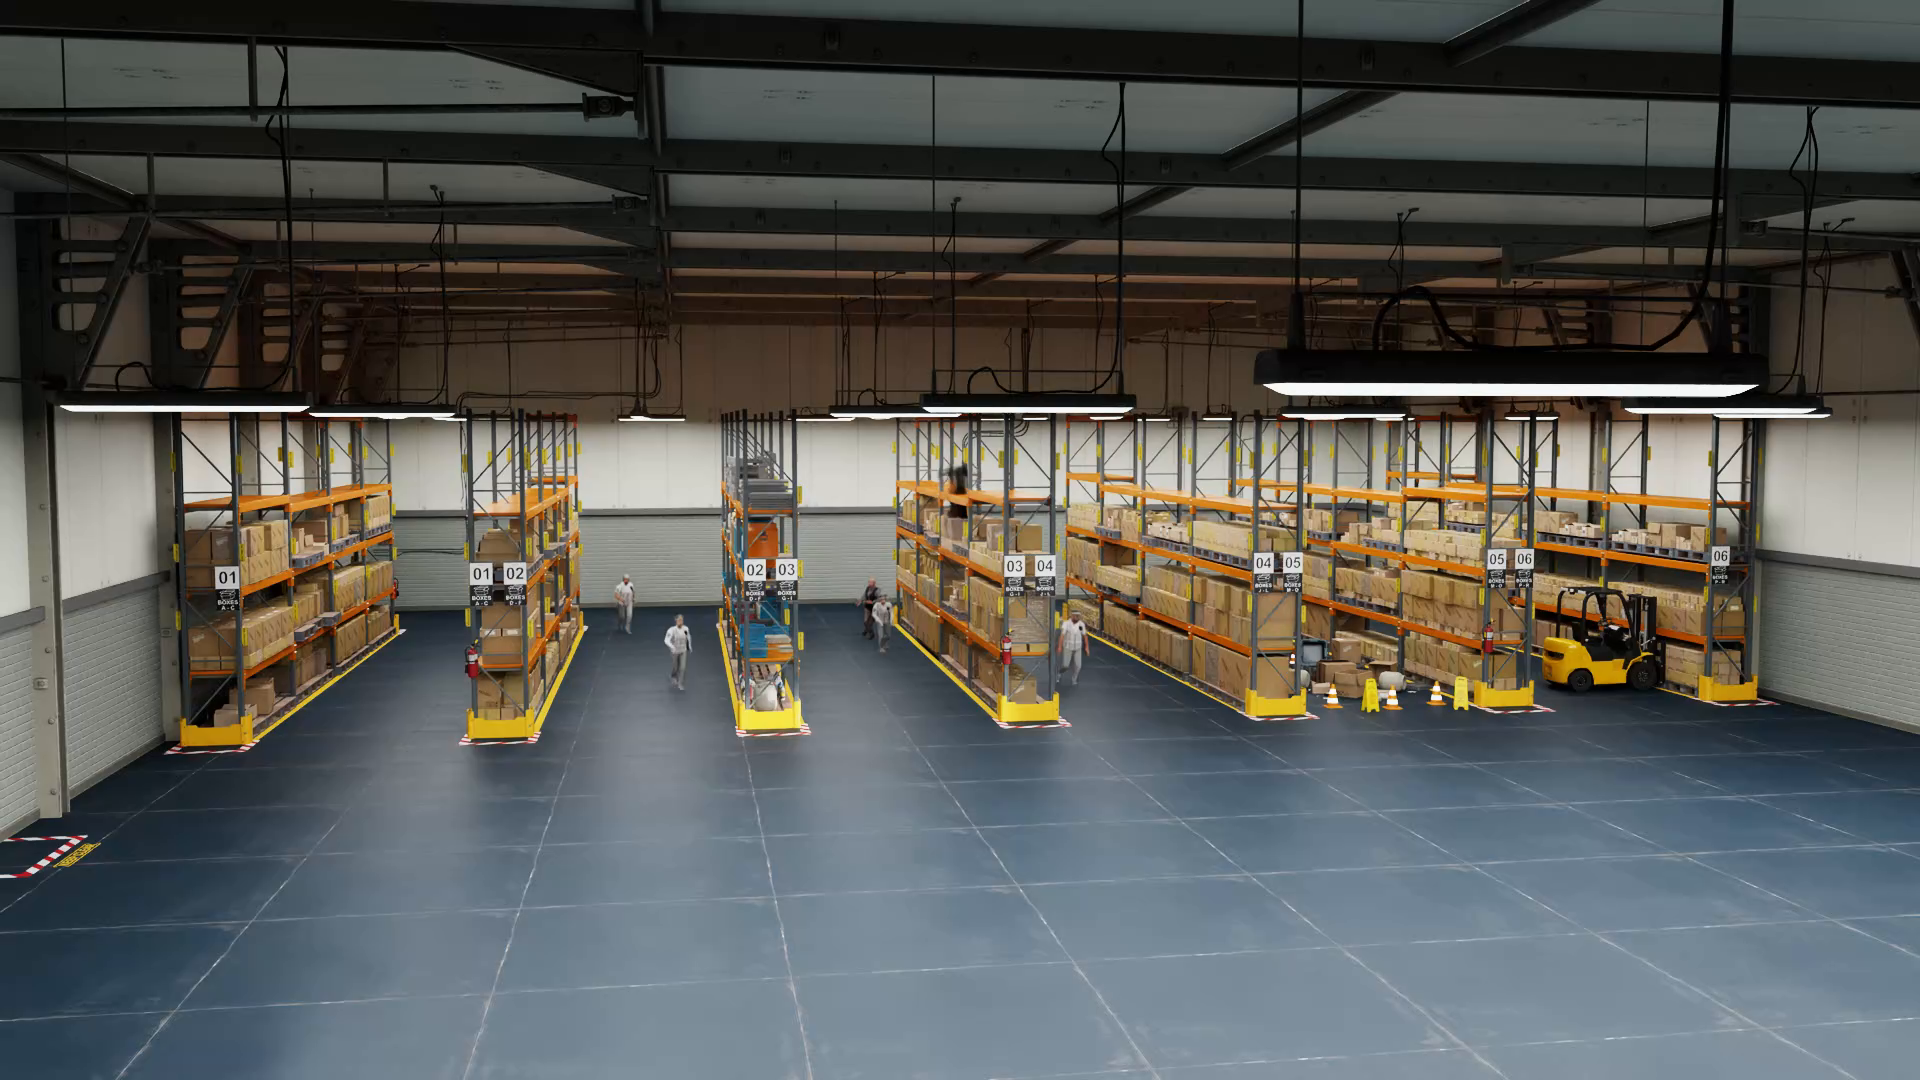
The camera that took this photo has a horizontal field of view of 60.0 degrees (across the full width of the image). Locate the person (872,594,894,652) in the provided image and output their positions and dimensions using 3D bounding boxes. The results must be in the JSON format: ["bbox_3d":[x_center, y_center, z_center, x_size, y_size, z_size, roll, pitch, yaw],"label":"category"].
[{"bbox_3d":[-1.939,2.069,41.631,0.582,1.508,0.839,-1,4,-19],"label":"person"}]

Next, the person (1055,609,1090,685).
[{"bbox_3d":[2.439,2.329,36.374,0.688,1.683,0.618,-1,4,-13],"label":"person"}]

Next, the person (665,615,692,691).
[{"bbox_3d":[-6.098,2.404,35.935,0.611,1.648,0.751,-2,4,-22],"label":"person"}]

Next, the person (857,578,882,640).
[{"bbox_3d":[-2.366,1.836,44.276,0.765,1.663,0.665,1,4,17],"label":"person"}]

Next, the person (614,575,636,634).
[{"bbox_3d":[-9.225,1.748,45.681,0.612,1.619,0.746,-2,5,-29],"label":"person"}]
